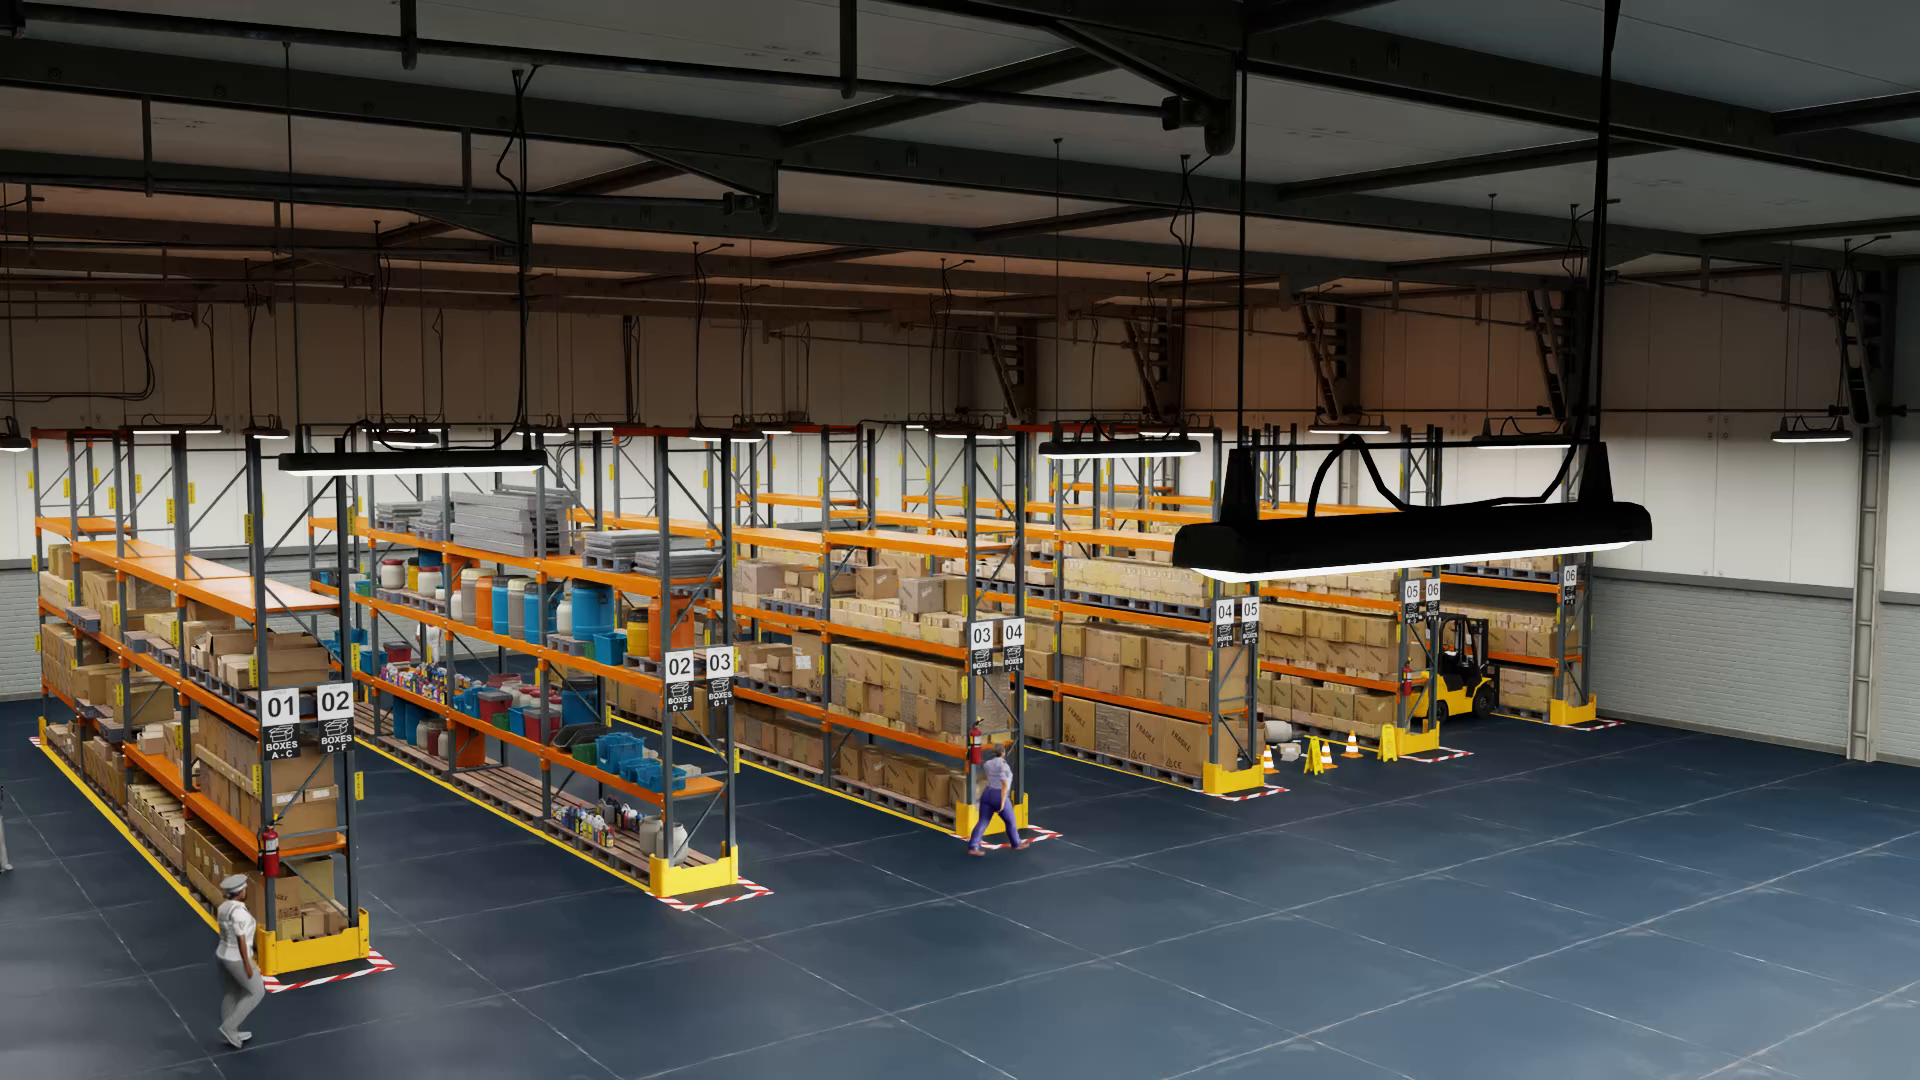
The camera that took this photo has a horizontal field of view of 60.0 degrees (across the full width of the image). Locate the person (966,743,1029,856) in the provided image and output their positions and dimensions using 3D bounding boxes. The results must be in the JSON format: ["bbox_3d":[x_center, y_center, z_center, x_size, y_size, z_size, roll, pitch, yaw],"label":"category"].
[{"bbox_3d":[0.550,3.665,23.619,1.072,1.569,0.531,-4,6,-39],"label":"person"}]

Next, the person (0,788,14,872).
[{"bbox_3d":[-13.290,3.729,22.757,1.069,1.592,0.450,3,6,36],"label":"person"}]

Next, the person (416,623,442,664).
[{"bbox_3d":[-12.366,2.462,38.727,0.648,1.666,0.701,-2,5,-28],"label":"person"}]

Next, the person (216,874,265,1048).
[{"bbox_3d":[-7.210,4.176,16.549,0.429,1.681,0.477,-4,6,-42],"label":"person"}]
